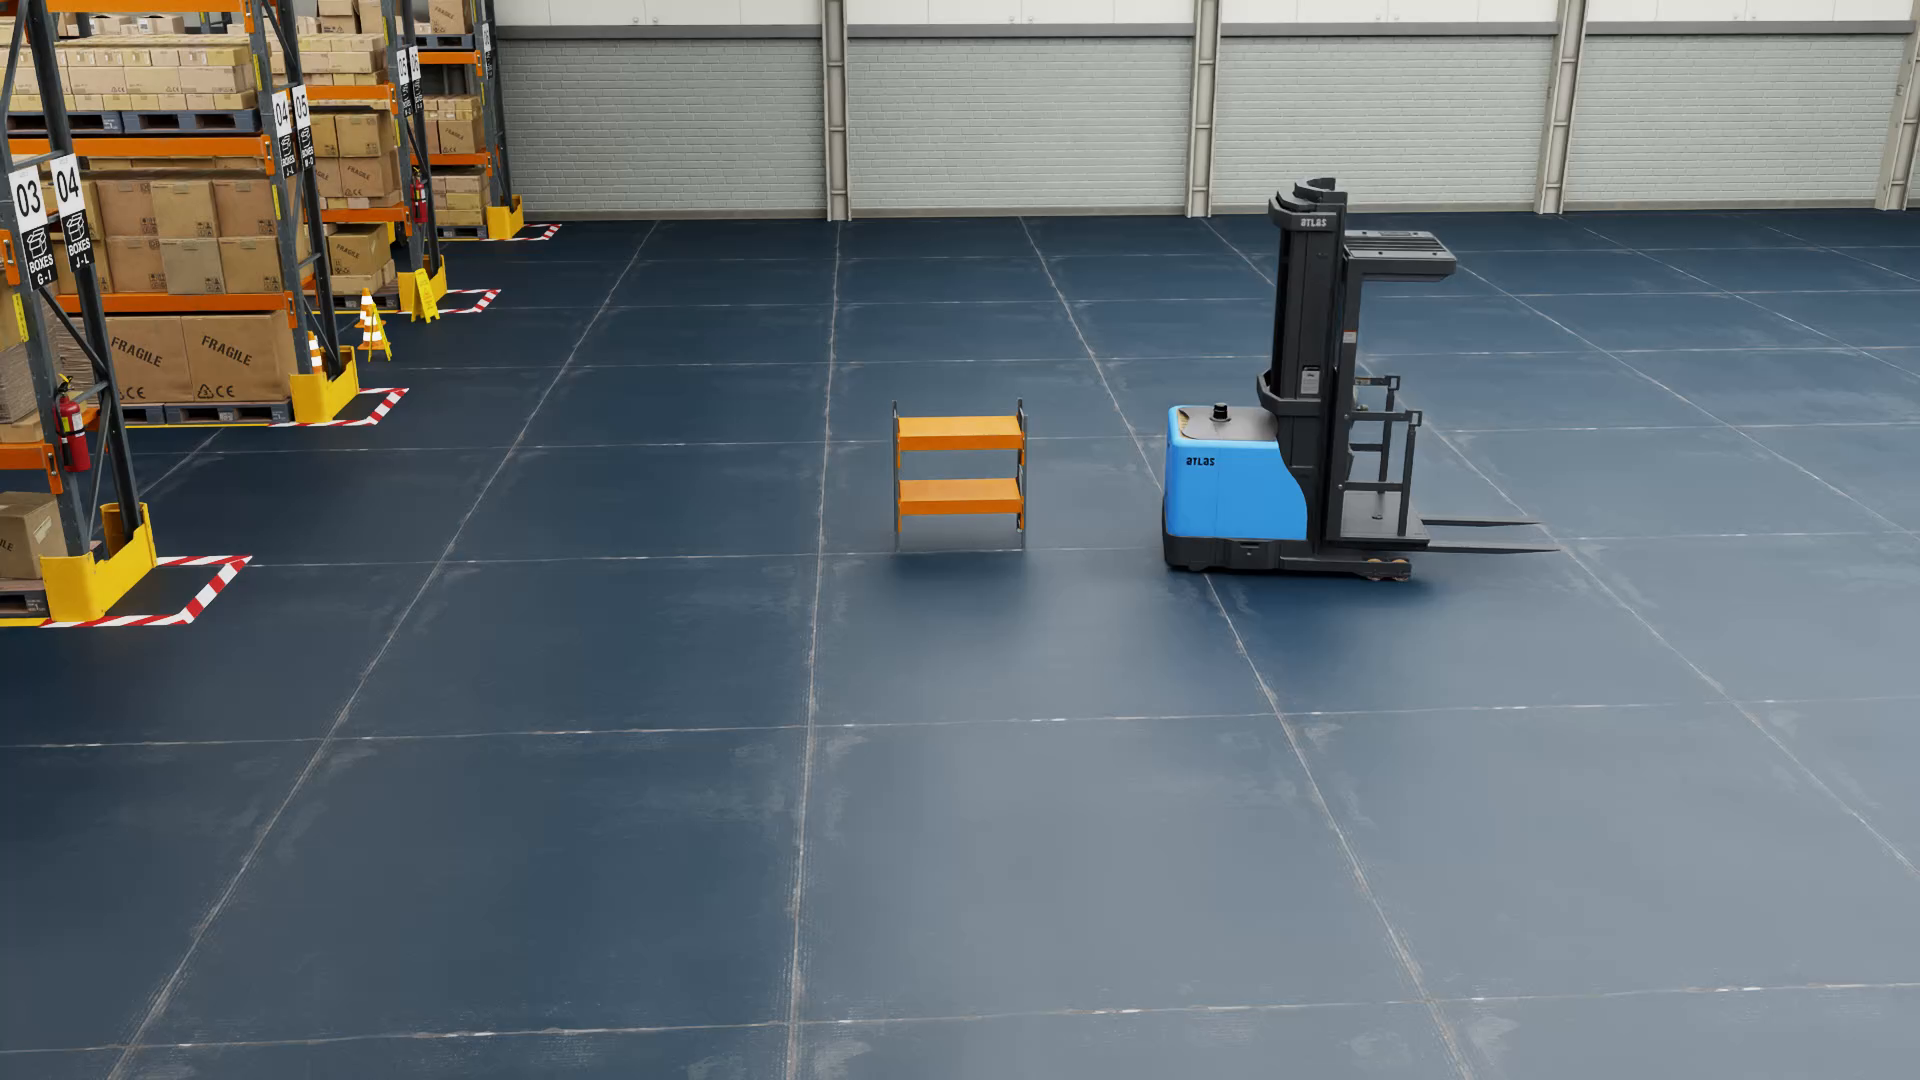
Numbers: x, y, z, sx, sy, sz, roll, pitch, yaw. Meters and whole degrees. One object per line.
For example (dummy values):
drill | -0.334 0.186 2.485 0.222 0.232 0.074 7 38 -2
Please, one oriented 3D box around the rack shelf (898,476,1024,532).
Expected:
rack shelf | -0.007 -0.297 13.507 1.000 0.278 0.538 -1 21 -3

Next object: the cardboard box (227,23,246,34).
cardboard box | -10.773 -7.648 24.900 0.250 0.149 0.380 -1 21 -2

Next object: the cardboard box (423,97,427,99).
cardboard box | -8.347 -6.698 25.527 0.250 0.149 0.380 -1 21 -3

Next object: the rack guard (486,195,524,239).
rack guard | -7.220 -5.133 26.400 0.348 0.500 1.175 -1 21 -3

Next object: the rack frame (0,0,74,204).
rack frame | -6.392 -3.821 11.009 0.127 3.000 1.000 -1 21 -3

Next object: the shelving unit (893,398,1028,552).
shelving unit | -0.007 -0.526 13.420 1.048 1.125 0.538 -1 21 -3

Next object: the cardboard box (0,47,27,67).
cardboard box | -8.914 -4.513 15.544 0.250 0.149 0.380 -1 21 -3

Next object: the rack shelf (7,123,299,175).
rack shelf | -8.571 -3.806 16.197 4.000 0.370 1.077 -1 21 -3

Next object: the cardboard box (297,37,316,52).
cardboard box | -8.048 -6.093 20.424 0.250 0.149 0.380 -1 21 -3

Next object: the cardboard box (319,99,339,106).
cardboard box | -9.621 -6.664 25.437 0.250 0.149 0.380 -1 21 -3

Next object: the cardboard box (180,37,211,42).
cardboard box | -9.321 -6.050 20.311 0.250 0.149 0.380 -1 21 -4

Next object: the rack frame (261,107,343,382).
rack frame | -6.574 -2.781 16.710 0.127 3.000 1.000 -1 21 -3

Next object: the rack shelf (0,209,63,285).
rack shelf | -8.388 -2.042 11.564 4.000 0.370 1.077 -1 21 -3

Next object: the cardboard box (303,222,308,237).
cardboard box | -8.356 -3.958 21.110 0.250 0.149 0.380 -1 21 -2

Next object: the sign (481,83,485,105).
sign | -7.227 -6.759 25.199 0.005 0.325 0.100 -1 21 -3

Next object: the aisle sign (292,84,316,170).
aisle sign | -6.520 -4.104 16.531 0.004 0.787 0.394 -1 21 -3

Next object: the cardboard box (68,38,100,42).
cardboard box | -10.618 -6.004 20.191 0.250 0.149 0.380 -2 21 -4

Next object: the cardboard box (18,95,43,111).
cardboard box | -8.666 -4.145 15.698 0.250 0.149 0.380 -1 21 -2

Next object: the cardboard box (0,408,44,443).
cardboard box | -6.664 -0.820 11.913 0.250 0.149 0.380 -1 21 -3

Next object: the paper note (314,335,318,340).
paper note | -7.787 -2.423 19.943 0.142 0.019 0.148 -9 23 -22

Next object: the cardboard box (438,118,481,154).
cardboard box | -7.721 -6.244 25.665 0.500 0.500 0.500 -2 21 -4

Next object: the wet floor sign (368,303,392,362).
wet floor sign | -6.658 -2.385 18.978 0.232 0.644 0.267 -5 21 -12

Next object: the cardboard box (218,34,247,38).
cardboard box | -9.104 -6.263 20.871 0.250 0.149 0.380 -1 21 -2

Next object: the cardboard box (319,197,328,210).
cardboard box | -8.078 -4.278 20.995 0.250 0.149 0.380 -1 21 -2

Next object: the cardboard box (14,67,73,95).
cardboard box | -8.551 -4.356 15.692 0.500 0.250 0.500 -1 21 -3

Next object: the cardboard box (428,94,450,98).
cardboard box | -8.118 -6.855 25.939 0.250 0.149 0.380 -1 21 -2

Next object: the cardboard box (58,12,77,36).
cardboard box | -13.478 -7.778 24.749 0.500 0.500 0.500 -1 21 -2

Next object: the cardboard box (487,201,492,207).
cardboard box | -7.746 -5.271 26.525 0.500 0.250 0.500 -1 21 -3

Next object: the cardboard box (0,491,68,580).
cardboard box | -7.016 -0.038 12.429 0.500 0.500 0.500 3 21 7

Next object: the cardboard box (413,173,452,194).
cardboard box | -8.196 -5.546 25.842 0.500 0.250 0.500 -1 21 -2

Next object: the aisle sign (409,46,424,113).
aisle sign | -6.913 -5.864 21.153 0.004 0.787 0.394 -1 21 -3

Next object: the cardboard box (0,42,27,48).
cardboard box | -9.209 -4.741 16.145 0.250 0.149 0.380 -1 21 -3

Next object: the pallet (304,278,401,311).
pallet | -7.846 -3.229 21.805 1.213 0.211 1.003 -1 21 -3

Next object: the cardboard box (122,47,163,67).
cardboard box | -7.654 -4.538 15.611 0.250 0.149 0.380 -1 21 -2

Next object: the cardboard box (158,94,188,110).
cardboard box | -7.394 -4.171 15.767 0.250 0.149 0.380 -1 21 -2

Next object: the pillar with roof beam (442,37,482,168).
pillar with roof beam | -7.745 -7.881 21.674 0.400 9.000 9.100 -1 21 -3

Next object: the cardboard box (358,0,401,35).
cardboard box | -8.701 -7.911 25.098 0.500 0.500 0.700 -1 21 -3

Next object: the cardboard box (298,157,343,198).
cardboard box | -7.984 -4.606 20.944 0.500 0.500 0.500 -1 21 -3

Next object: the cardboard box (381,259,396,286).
cardboard box | -7.778 -3.530 21.952 0.500 0.250 0.500 -1 21 -3

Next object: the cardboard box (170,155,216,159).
cardboard box | -9.485 -5.044 20.690 0.500 0.500 0.700 -2 21 -4

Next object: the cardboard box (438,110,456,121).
cardboard box | -7.828 -6.528 25.499 0.250 0.149 0.380 -1 21 -2

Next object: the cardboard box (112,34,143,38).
cardboard box | -10.392 -6.230 20.785 0.250 0.149 0.380 -2 21 -4

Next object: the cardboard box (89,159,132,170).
cardboard box | -10.496 -4.552 20.802 0.500 0.500 0.500 -1 21 -3

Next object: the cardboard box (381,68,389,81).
cardboard box | -7.307 -5.930 21.119 0.250 0.149 0.380 -1 21 -3

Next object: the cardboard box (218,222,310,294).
cardboard box | -6.942 -2.827 16.621 0.550 0.550 0.875 -1 21 -3

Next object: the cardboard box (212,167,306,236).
cardboard box | -6.947 -3.362 16.507 0.550 0.550 0.875 -1 21 -3

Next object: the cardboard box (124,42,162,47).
cardboard box | -7.940 -4.767 16.212 0.250 0.149 0.380 -2 21 -4

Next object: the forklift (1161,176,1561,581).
forklift | 3.146 -1.250 12.784 3.031 2.935 1.130 2 21 4

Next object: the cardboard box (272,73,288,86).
cardboard box | -8.314 -5.702 20.519 0.250 0.149 0.380 -1 21 -3

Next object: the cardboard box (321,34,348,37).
cardboard box | -7.828 -6.266 20.879 0.250 0.149 0.380 -1 21 -3
